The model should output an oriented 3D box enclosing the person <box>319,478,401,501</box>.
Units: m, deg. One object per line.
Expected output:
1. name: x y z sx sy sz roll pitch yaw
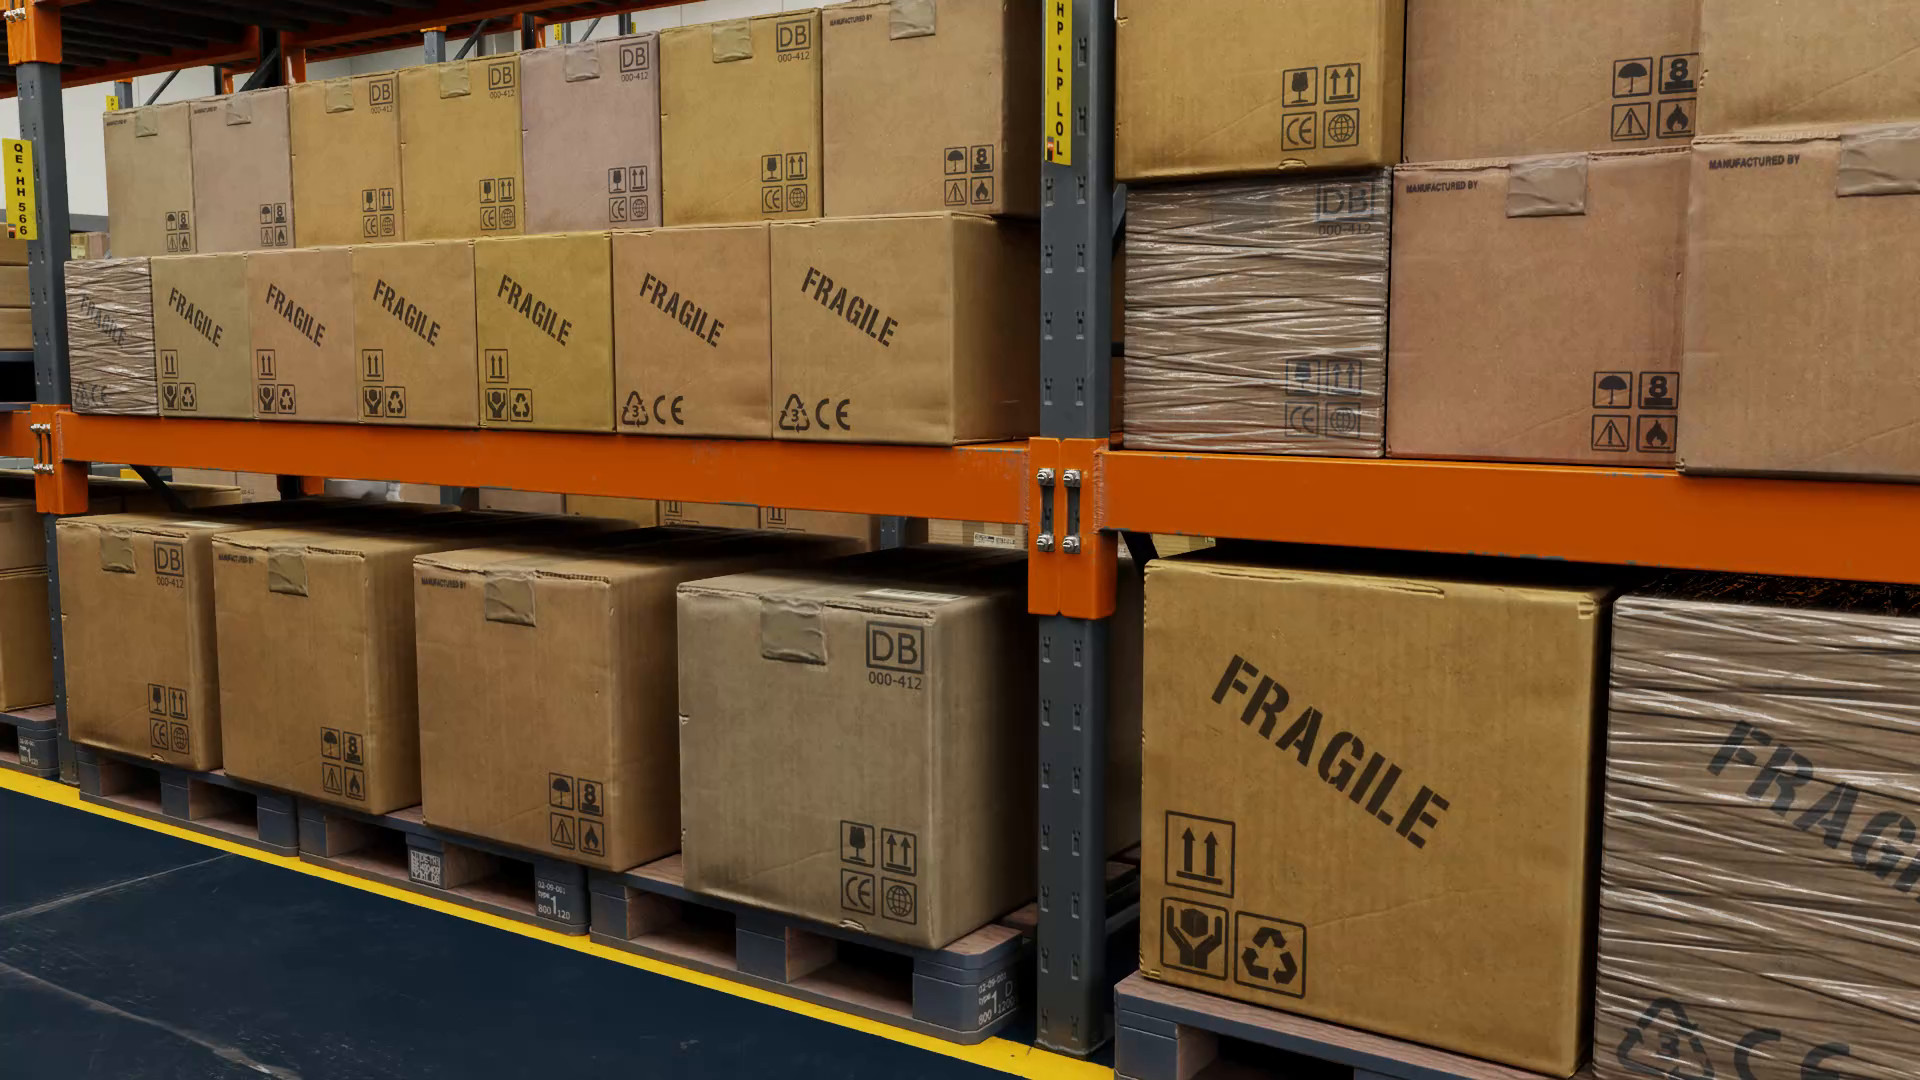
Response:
1. person: -2.917 -0.258 7.996 0.686 1.663 0.488 4 8 35
